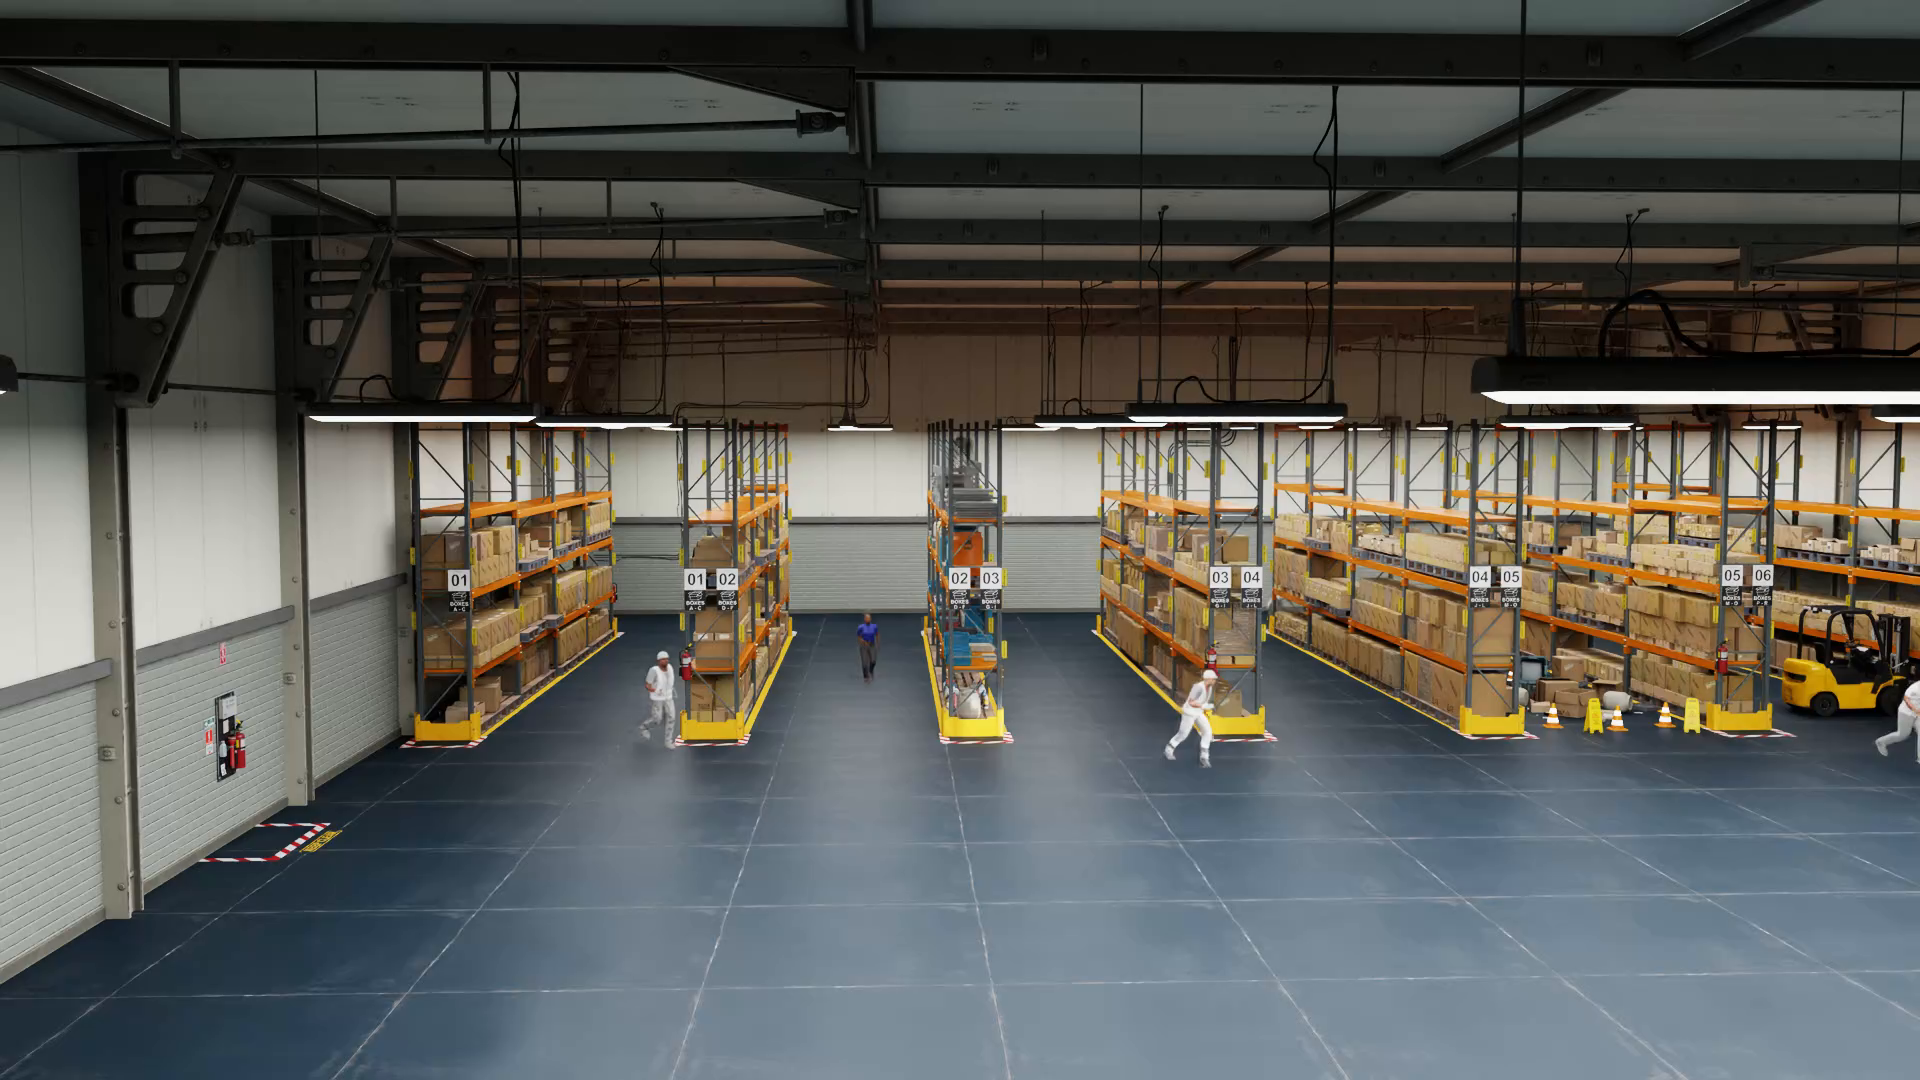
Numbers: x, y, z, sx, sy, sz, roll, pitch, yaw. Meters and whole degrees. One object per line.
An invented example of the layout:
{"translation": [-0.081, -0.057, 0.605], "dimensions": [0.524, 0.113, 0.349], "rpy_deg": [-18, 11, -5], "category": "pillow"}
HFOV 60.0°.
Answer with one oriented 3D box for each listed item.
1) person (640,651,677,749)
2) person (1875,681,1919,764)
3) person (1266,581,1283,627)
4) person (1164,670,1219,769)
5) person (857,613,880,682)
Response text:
{"translation": [-5.489, 2.900, 30.363], "dimensions": [0.919, 1.768, 0.675], "rpy_deg": [4, 5, 44], "category": "person"}
{"translation": [16.438, 3.060, 28.862], "dimensions": [0.693, 1.720, 1.009], "rpy_deg": [-3, 4, -35], "category": "person"}
{"translation": [9.415, 1.734, 49.146], "dimensions": [0.706, 1.821, 0.692], "rpy_deg": [-2, 4, -29], "category": "person"}
{"translation": [3.994, 3.068, 28.668], "dimensions": [1.036, 1.731, 0.705], "rpy_deg": [3, 5, 37], "category": "person"}
{"translation": [-2.085, 2.475, 38.073], "dimensions": [0.551, 1.611, 0.664], "rpy_deg": [-1, 4, -13], "category": "person"}
